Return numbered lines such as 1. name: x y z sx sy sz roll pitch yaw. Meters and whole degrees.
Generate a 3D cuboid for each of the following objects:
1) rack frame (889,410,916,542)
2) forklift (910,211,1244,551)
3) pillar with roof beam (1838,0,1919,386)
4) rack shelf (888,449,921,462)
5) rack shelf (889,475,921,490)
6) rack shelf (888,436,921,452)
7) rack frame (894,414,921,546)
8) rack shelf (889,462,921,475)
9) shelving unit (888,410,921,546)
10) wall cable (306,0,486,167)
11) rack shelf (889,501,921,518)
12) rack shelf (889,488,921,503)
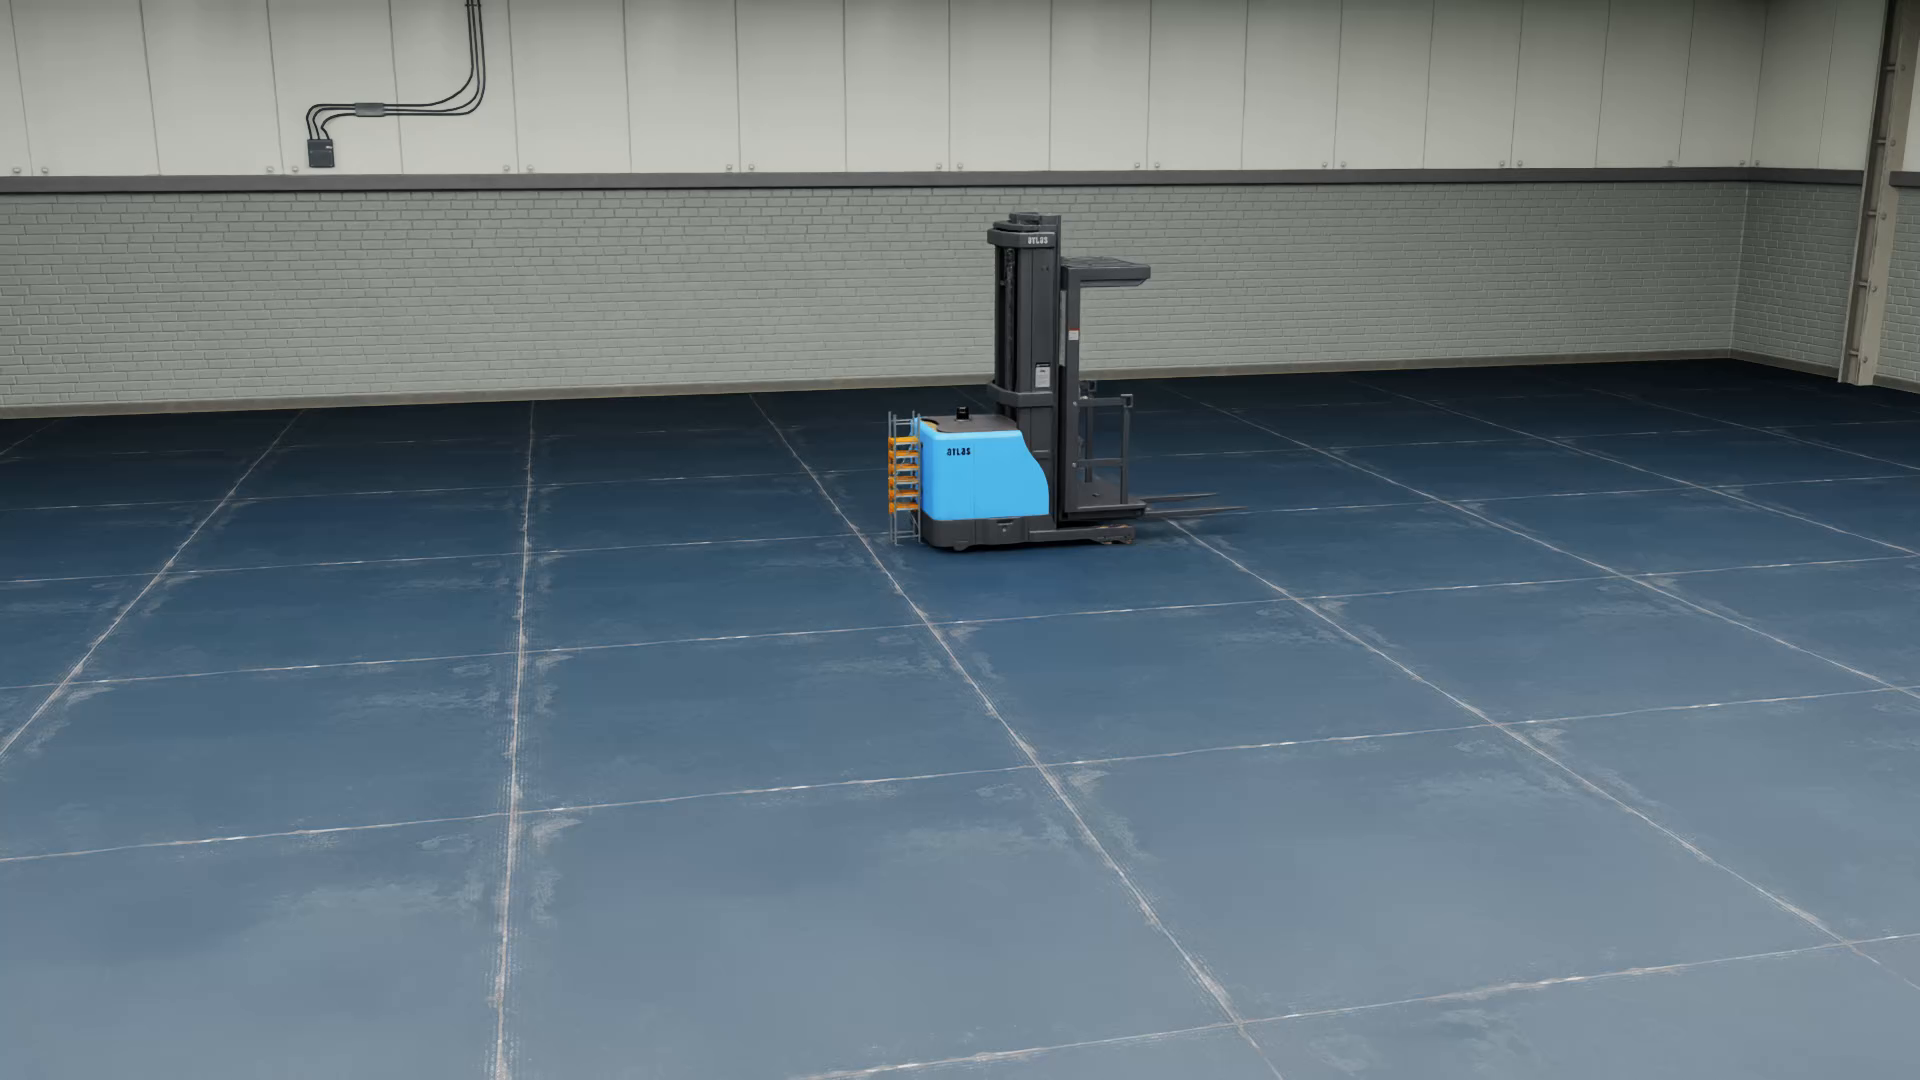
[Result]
1. rack frame: -0.524 -0.576 15.080 0.240 1.200 0.006 -4 14 -16
2. forklift: 1.105 -1.497 15.201 3.031 2.935 1.130 -4 14 -14
3. pillar with roof beam: 9.187 -6.470 22.772 9.100 9.000 0.400 -3 14 -13
4. rack shelf: -0.498 -0.745 14.948 0.258 0.103 0.180 -4 14 -16
5. rack shelf: -0.498 -0.512 15.005 0.258 0.103 0.180 -4 14 -16
6. rack shelf: -0.498 -0.862 14.920 0.258 0.103 0.180 -4 14 -16
7. rack frame: -0.473 -0.534 14.909 0.240 1.200 0.006 -4 14 -16
8. rack shelf: -0.498 -0.629 14.977 0.258 0.103 0.180 -4 14 -16
9. shelving unit: -0.498 -0.555 14.994 0.258 1.200 0.189 -4 14 -16
10. wall cable: -7.423 -7.885 21.398 2.305 6.003 0.169 -3 14 -13
11. rack shelf: -0.498 -0.279 15.062 0.258 0.103 0.180 -4 14 -16
12. rack shelf: -0.498 -0.395 15.033 0.258 0.103 0.180 -4 14 -16
